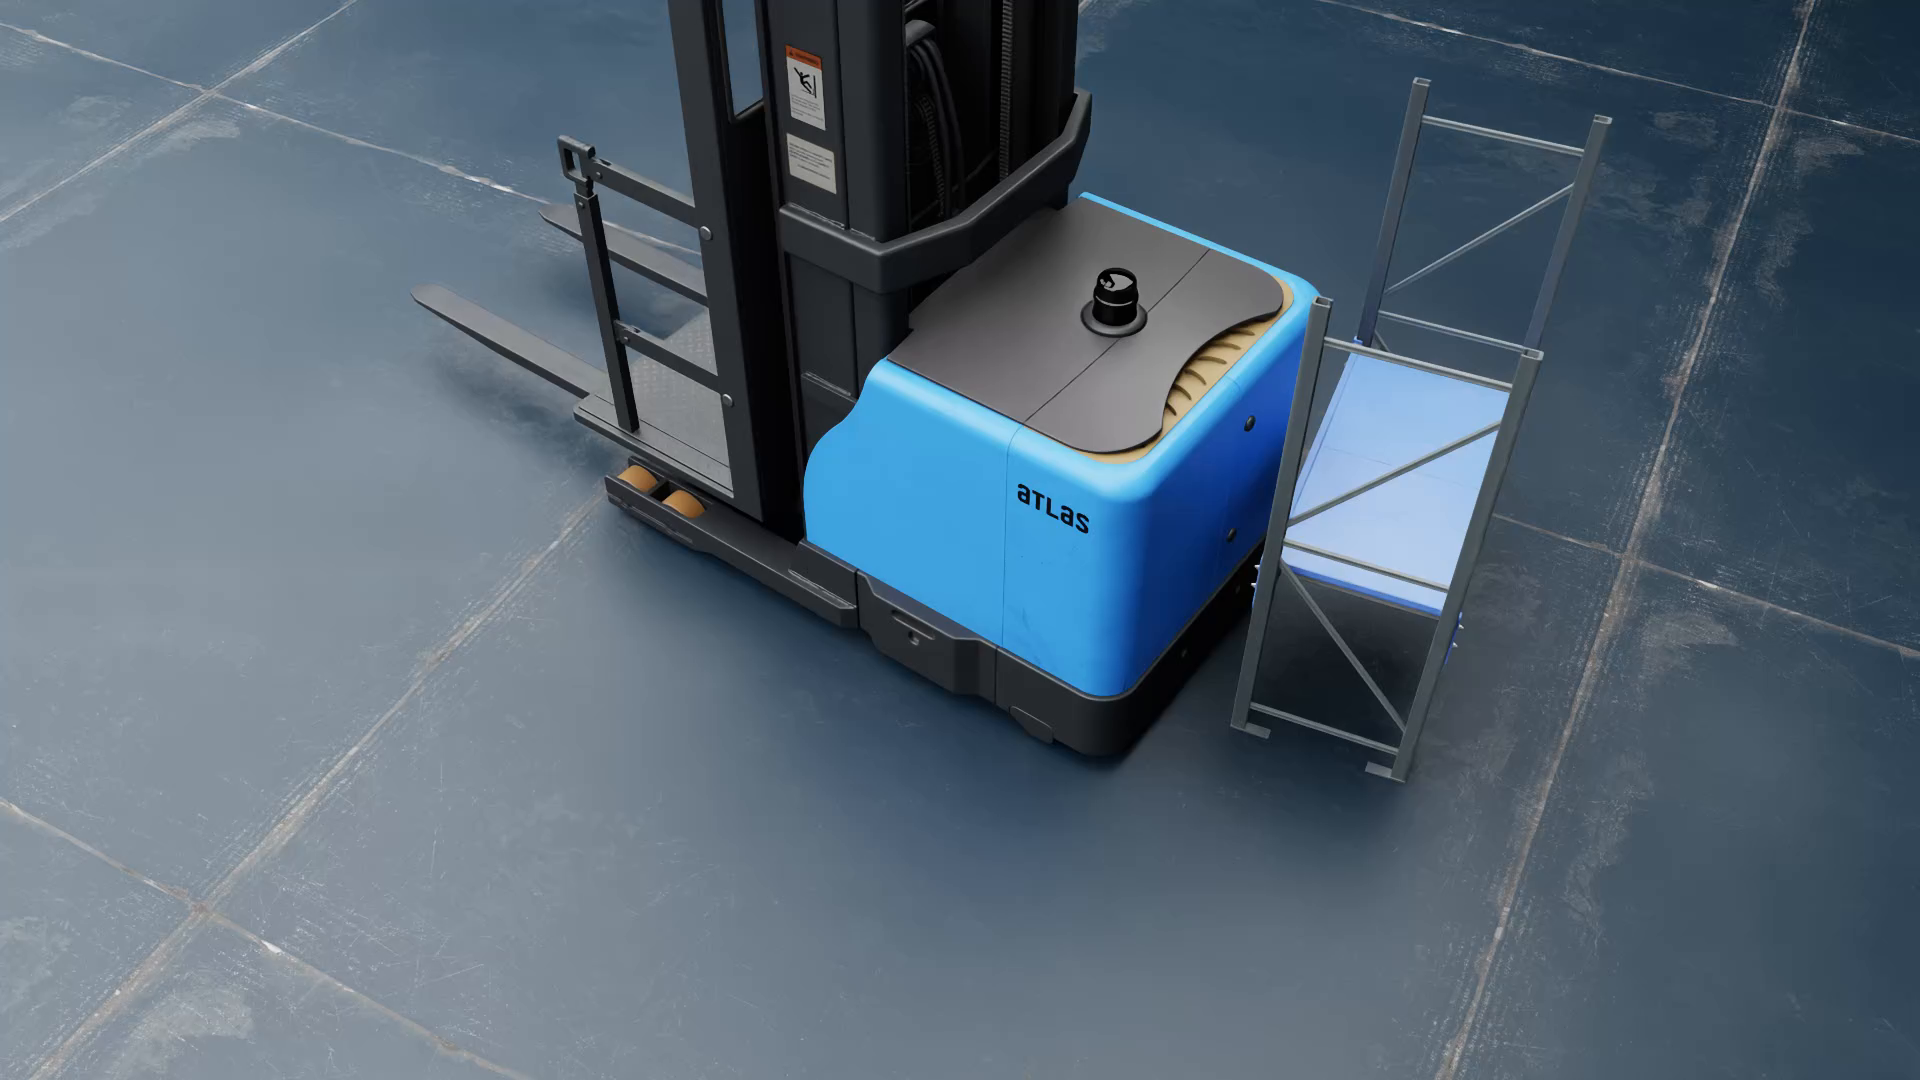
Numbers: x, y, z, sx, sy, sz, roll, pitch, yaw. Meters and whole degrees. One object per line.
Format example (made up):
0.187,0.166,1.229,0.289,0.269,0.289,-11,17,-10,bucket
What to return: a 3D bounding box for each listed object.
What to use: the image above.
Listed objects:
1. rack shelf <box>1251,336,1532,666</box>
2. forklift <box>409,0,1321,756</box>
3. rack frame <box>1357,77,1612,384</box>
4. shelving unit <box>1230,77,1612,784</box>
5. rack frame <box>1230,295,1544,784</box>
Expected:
1.205,-0.140,4.585,0.538,0.185,1.000,17,48,16,rack shelf
-0.504,-1.294,4.468,3.031,2.935,1.130,28,51,25,forklift
1.407,-0.598,4.785,0.500,1.500,0.032,17,48,16,rack frame
1.206,-0.266,4.457,0.538,1.500,1.048,17,48,16,shelving unit
1.004,0.066,4.129,0.500,1.500,0.032,17,48,16,rack frame
